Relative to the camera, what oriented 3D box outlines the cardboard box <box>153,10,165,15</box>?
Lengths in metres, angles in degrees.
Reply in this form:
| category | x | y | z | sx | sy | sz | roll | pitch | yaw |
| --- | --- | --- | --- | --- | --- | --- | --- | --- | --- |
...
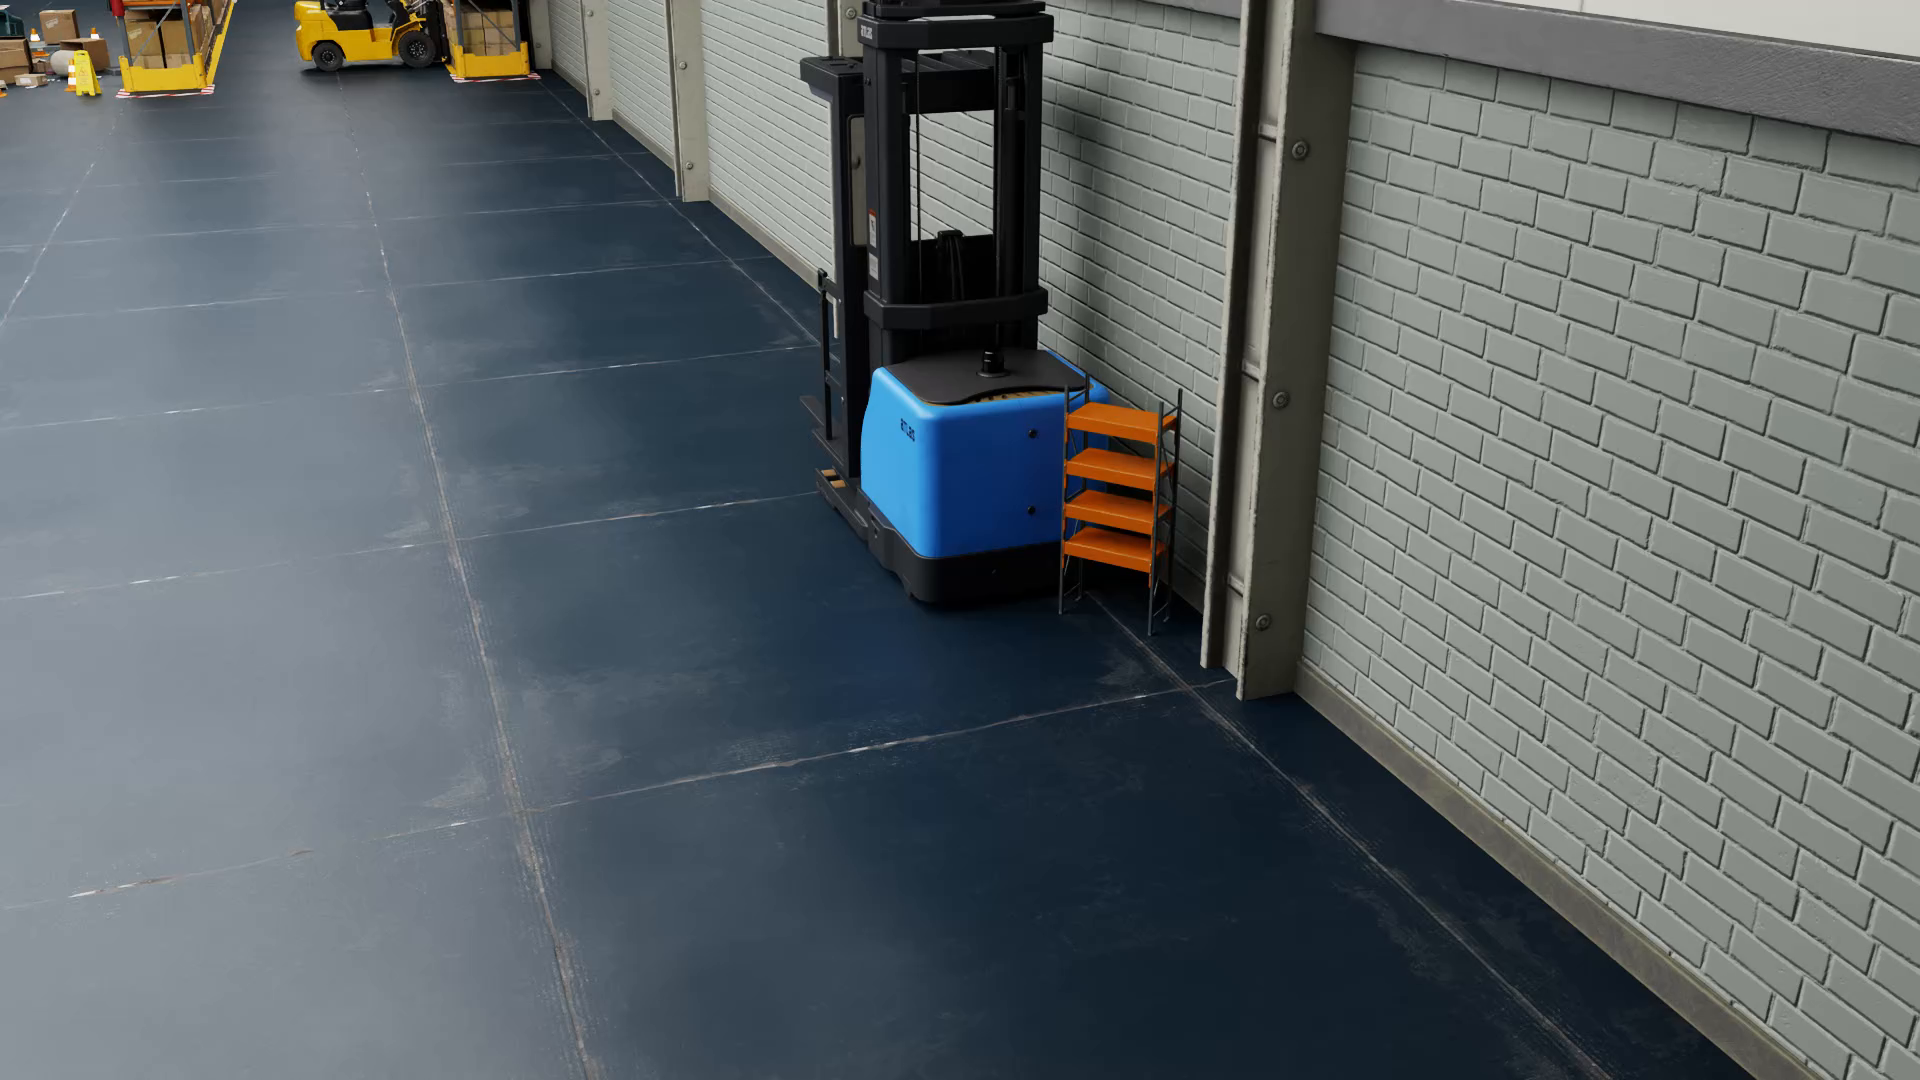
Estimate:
| category | x | y | z | sx | sy | sz | roll | pitch | yaw |
| --- | --- | --- | --- | --- | --- | --- | --- | --- | --- |
| cardboard box | -13.446 | -8.501 | 27.592 | 0.500 | 0.500 | 0.500 | -7 | 24 | -16 |

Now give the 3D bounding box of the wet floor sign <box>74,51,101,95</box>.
| category | x | y | z | sx | sy | sz | roll | pitch | yaw |
| --- | --- | --- | --- | --- | --- | --- | --- | --- | --- |
| wet floor sign | -13.304 | -7.108 | 25.283 | 0.267 | 0.644 | 0.232 | 0 | 23 | -1 |

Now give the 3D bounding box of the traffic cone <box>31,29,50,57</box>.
| category | x | y | z | sx | sy | sz | roll | pitch | yaw |
| --- | --- | --- | --- | --- | --- | --- | --- | --- | --- |
| traffic cone | -16.569 | -8.920 | 29.817 | 0.336 | 0.463 | 0.334 | -8 | 24 | -19 |

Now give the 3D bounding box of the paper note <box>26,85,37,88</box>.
| category | x | y | z | sx | sy | sz | roll | pitch | yaw |
| --- | --- | --- | --- | --- | --- | --- | --- | --- | --- |
| paper note | -14.567 | -7.111 | 26.082 | 0.148 | 0.019 | 0.142 | -18 | 29 | -37 |

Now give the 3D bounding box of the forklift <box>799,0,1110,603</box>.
| category | x | y | z | sx | sy | sz | roll | pitch | yaw |
| --- | --- | --- | --- | --- | --- | --- | --- | --- | --- |
| forklift | -0.216 | -1.581 | 9.226 | 1.130 | 2.935 | 3.031 | -8 | 24 | -18 |

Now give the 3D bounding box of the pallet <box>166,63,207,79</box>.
| category | x | y | z | sx | sy | sz | roll | pitch | yaw |
| --- | --- | --- | --- | --- | --- | --- | --- | --- | --- |
| pallet | -12.651 | -7.451 | 26.657 | 1.003 | 0.211 | 1.213 | -8 | 24 | -19 |

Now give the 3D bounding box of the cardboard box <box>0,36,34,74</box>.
| category | x | y | z | sx | sy | sz | roll | pitch | yaw |
| --- | --- | --- | --- | --- | --- | --- | --- | --- | --- |
| cardboard box | -15.698 | -7.950 | 27.290 | 0.797 | 0.637 | 0.503 | -8 | 24 | -19 |

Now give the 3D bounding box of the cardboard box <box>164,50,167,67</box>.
| category | x | y | z | sx | sy | sz | roll | pitch | yaw |
| --- | --- | --- | --- | --- | --- | --- | --- | --- | --- |
| cardboard box | -13.083 | -7.781 | 26.849 | 0.500 | 0.250 | 0.500 | -8 | 24 | -19 |

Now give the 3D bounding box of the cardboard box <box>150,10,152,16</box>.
| category | x | y | z | sx | sy | sz | roll | pitch | yaw |
| --- | --- | --- | --- | --- | --- | --- | --- | --- | --- |
| cardboard box | -13.176 | -8.451 | 26.637 | 0.380 | 0.149 | 0.250 | -8 | 24 | -18 |

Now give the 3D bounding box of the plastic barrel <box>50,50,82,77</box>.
| category | x | y | z | sx | sy | sz | roll | pitch | yaw |
| --- | --- | --- | --- | --- | --- | --- | --- | --- | --- |
| plastic barrel | -14.517 | -7.764 | 27.126 | 0.512 | 0.421 | 0.421 | 8 | 24 | 18 |

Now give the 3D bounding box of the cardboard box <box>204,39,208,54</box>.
| category | x | y | z | sx | sy | sz | roll | pitch | yaw |
| --- | --- | --- | --- | --- | --- | --- | --- | --- | --- |
| cardboard box | -13.126 | -8.418 | 28.361 | 0.500 | 0.250 | 0.500 | -9 | 24 | -20 |

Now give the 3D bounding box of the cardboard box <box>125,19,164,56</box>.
| category | x | y | z | sx | sy | sz | roll | pitch | yaw |
| --- | --- | --- | --- | --- | --- | --- | --- | --- | --- |
| cardboard box | -12.897 | -7.936 | 26.251 | 0.500 | 0.500 | 0.500 | -8 | 24 | -19 |

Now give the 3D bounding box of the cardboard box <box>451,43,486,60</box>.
| category | x | y | z | sx | sy | sz | roll | pitch | yaw |
| --- | --- | --- | --- | --- | --- | --- | --- | --- | --- |
| cardboard box | -8.190 | -8.145 | 27.712 | 0.500 | 0.250 | 0.500 | -8 | 24 | -19 |

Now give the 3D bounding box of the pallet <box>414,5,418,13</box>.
| category | x | y | z | sx | sy | sz | roll | pitch | yaw |
| --- | --- | --- | --- | --- | --- | --- | --- | --- | --- |
| pallet | -11.645 | -11.876 | 37.155 | 1.003 | 0.211 | 1.213 | -8 | 24 | -19 |

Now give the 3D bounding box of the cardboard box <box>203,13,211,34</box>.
| category | x | y | z | sx | sy | sz | roll | pitch | yaw |
| --- | --- | --- | --- | --- | --- | --- | --- | --- | --- |
| cardboard box | -14.476 | -9.548 | 30.884 | 0.950 | 0.372 | 0.625 | -8 | 24 | -17 |

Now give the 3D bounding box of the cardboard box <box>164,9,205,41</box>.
| category | x | y | z | sx | sy | sz | roll | pitch | yaw |
| --- | --- | --- | --- | --- | --- | --- | --- | --- | --- |
| cardboard box | -12.961 | -8.586 | 27.793 | 0.500 | 0.500 | 0.500 | -7 | 24 | -16 |

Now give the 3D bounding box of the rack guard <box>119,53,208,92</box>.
| category | x | y | z | sx | sy | sz | roll | pitch | yaw |
| --- | --- | --- | --- | --- | --- | --- | --- | --- | --- |
| rack guard | -12.397 | -7.284 | 25.889 | 1.175 | 0.500 | 0.348 | -8 | 24 | -19 |

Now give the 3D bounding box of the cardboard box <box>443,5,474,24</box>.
| category | x | y | z | sx | sy | sz | roll | pitch | yaw |
| --- | --- | --- | --- | --- | --- | --- | --- | --- | --- |
| cardboard box | -8.556 | -8.969 | 28.381 | 0.500 | 0.250 | 0.500 | -8 | 24 | -18 |

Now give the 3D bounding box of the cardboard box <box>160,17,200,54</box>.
| category | x | y | z | sx | sy | sz | roll | pitch | yaw |
| --- | --- | --- | --- | --- | --- | --- | --- | --- | --- |
| cardboard box | -12.406 | -8.020 | 26.451 | 0.500 | 0.500 | 0.500 | -9 | 25 | -21 |

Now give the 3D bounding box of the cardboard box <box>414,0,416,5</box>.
| category | x | y | z | sx | sy | sz | roll | pitch | yaw |
| --- | --- | --- | --- | --- | --- | --- | --- | --- | --- |
| cardboard box | -11.810 | -12.094 | 36.760 | 0.500 | 0.500 | 0.500 | -9 | 24 | -20 |

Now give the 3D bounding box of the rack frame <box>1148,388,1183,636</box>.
| category | x | y | z | sx | sy | sz | roll | pitch | yaw |
| --- | --- | --- | --- | --- | --- | --- | --- | --- | --- |
| rack frame | 0.986 | -0.123 | 7.998 | 0.015 | 1.200 | 0.240 | 13 | 26 | 28 |

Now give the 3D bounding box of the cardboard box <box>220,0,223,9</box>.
| category | x | y | z | sx | sy | sz | roll | pitch | yaw |
| --- | --- | --- | --- | --- | --- | --- | --- | --- | --- |
| cardboard box | -16.316 | -11.769 | 35.506 | 0.875 | 0.875 | 0.875 | -8 | 24 | -17 |

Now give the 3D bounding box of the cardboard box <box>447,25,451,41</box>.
| category | x | y | z | sx | sy | sz | roll | pitch | yaw |
| --- | --- | --- | --- | --- | --- | --- | --- | --- | --- |
| cardboard box | -8.360 | -8.566 | 28.066 | 0.500 | 0.250 | 0.500 | -9 | 24 | -20 |

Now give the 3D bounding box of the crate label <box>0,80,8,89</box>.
| category | x | y | z | sx | sy | sz | roll | pitch | yaw |
| --- | --- | --- | --- | --- | --- | --- | --- | --- | --- |
| crate label | -14.983 | -7.070 | 25.848 | 0.298 | 0.136 | 0.250 | 18 | 29 | 36 |

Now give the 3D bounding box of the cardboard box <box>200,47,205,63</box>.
| category | x | y | z | sx | sy | sz | roll | pitch | yaw |
| --- | --- | --- | --- | --- | --- | --- | --- | --- | --- |
| cardboard box | -12.570 | -7.853 | 27.019 | 0.500 | 0.250 | 0.500 | -7 | 24 | -17 |

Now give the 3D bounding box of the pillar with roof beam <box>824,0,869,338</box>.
| category | x | y | z | sx | sy | sz | roll | pitch | yaw |
| --- | --- | --- | --- | --- | --- | --- | --- | --- | --- |
| pillar with roof beam | -4.800 | -5.101 | 9.767 | 9.100 | 9.000 | 0.400 | -8 | 24 | -19 |

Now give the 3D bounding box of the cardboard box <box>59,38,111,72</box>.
| category | x | y | z | sx | sy | sz | roll | pitch | yaw |
| --- | --- | --- | --- | --- | --- | --- | --- | --- | --- |
| cardboard box | -14.678 | -8.135 | 27.905 | 0.500 | 0.500 | 0.500 | 8 | 24 | 18 |

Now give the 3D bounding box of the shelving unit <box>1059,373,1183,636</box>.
| category | x | y | z | sx | sy | sz | roll | pitch | yaw |
| --- | --- | --- | --- | --- | --- | --- | --- | --- | --- |
| shelving unit | 0.775 | -0.171 | 8.112 | 0.503 | 1.200 | 0.258 | 13 | 26 | 28 |

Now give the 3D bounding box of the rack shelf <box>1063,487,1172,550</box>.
| category | x | y | z | sx | sy | sz | roll | pitch | yaw |
| --- | --- | --- | --- | --- | --- | --- | --- | --- | --- |
| rack shelf | 0.775 | -0.109 | 8.138 | 0.480 | 0.148 | 0.258 | 13 | 26 | 28 |

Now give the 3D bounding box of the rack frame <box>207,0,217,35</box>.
| category | x | y | z | sx | sy | sz | roll | pitch | yaw |
| --- | --- | --- | --- | --- | --- | --- | --- | --- | --- |
| rack frame | -15.197 | -11.315 | 32.235 | 1.000 | 3.000 | 0.127 | -8 | 24 | -19 |

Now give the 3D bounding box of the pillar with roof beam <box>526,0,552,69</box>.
| category | x | y | z | sx | sy | sz | roll | pitch | yaw |
| --- | --- | --- | --- | --- | --- | --- | --- | --- | --- |
| pillar with roof beam | -11.158 | -11.642 | 25.284 | 9.100 | 9.000 | 0.400 | -8 | 24 | -19 |

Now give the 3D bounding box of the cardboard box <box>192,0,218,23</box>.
| category | x | y | z | sx | sy | sz | roll | pitch | yaw |
| --- | --- | --- | --- | --- | --- | --- | --- | --- | --- |
| cardboard box | -15.363 | -10.792 | 33.188 | 0.875 | 0.875 | 0.875 | -9 | 24 | -19 |

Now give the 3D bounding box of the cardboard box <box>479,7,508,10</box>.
| category | x | y | z | sx | sy | sz | roll | pitch | yaw |
| --- | --- | --- | --- | --- | --- | --- | --- | --- | --- |
| cardboard box | -7.901 | -8.860 | 28.121 | 0.500 | 0.250 | 0.500 | -8 | 24 | -19 |

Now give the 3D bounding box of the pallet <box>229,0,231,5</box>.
| category | x | y | z | sx | sy | sz | roll | pitch | yaw |
| --- | --- | --- | --- | --- | --- | --- | --- | --- | --- |
| pallet | -17.667 | -12.657 | 39.009 | 1.003 | 0.211 | 1.213 | -8 | 24 | -19 |

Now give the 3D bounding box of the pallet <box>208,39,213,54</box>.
| category | x | y | z | sx | sy | sz | roll | pitch | yaw |
| --- | --- | --- | --- | --- | --- | --- | --- | --- | --- |
| pallet | -14.060 | -8.860 | 29.999 | 1.003 | 0.211 | 1.213 | -8 | 24 | -19 |

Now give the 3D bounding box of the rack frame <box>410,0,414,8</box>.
| category | x | y | z | sx | sy | sz | roll | pitch | yaw |
| --- | --- | --- | --- | --- | --- | --- | --- | --- | --- |
| rack frame | -11.967 | -13.451 | 37.302 | 1.000 | 3.000 | 0.127 | -8 | 24 | -19 |

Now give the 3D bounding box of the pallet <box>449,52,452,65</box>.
| category | x | y | z | sx | sy | sz | roll | pitch | yaw |
| --- | --- | --- | --- | --- | --- | --- | --- | --- | --- |
| pallet | -8.465 | -8.521 | 29.194 | 1.003 | 0.211 | 1.213 | -8 | 24 | -19 |

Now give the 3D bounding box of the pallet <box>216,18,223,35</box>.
| category | x | y | z | sx | sy | sz | roll | pitch | yaw |
| --- | --- | --- | --- | --- | --- | --- | --- | --- | --- |
| pallet | -15.405 | -10.327 | 33.481 | 1.003 | 0.211 | 1.213 | -8 | 24 | -19 |

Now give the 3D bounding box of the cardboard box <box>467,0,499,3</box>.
| category | x | y | z | sx | sy | sz | roll | pitch | yaw |
| --- | --- | --- | --- | --- | --- | --- | --- | --- | --- |
| cardboard box | -8.427 | -9.412 | 29.430 | 0.500 | 0.250 | 0.500 | -8 | 24 | -19 |

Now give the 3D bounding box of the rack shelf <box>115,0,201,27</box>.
| category | x | y | z | sx | sy | sz | roll | pitch | yaw |
| --- | --- | --- | --- | --- | --- | --- | --- | --- | --- |
| rack shelf | -13.077 | -8.804 | 27.202 | 1.077 | 0.370 | 4.000 | -8 | 24 | -19 |
